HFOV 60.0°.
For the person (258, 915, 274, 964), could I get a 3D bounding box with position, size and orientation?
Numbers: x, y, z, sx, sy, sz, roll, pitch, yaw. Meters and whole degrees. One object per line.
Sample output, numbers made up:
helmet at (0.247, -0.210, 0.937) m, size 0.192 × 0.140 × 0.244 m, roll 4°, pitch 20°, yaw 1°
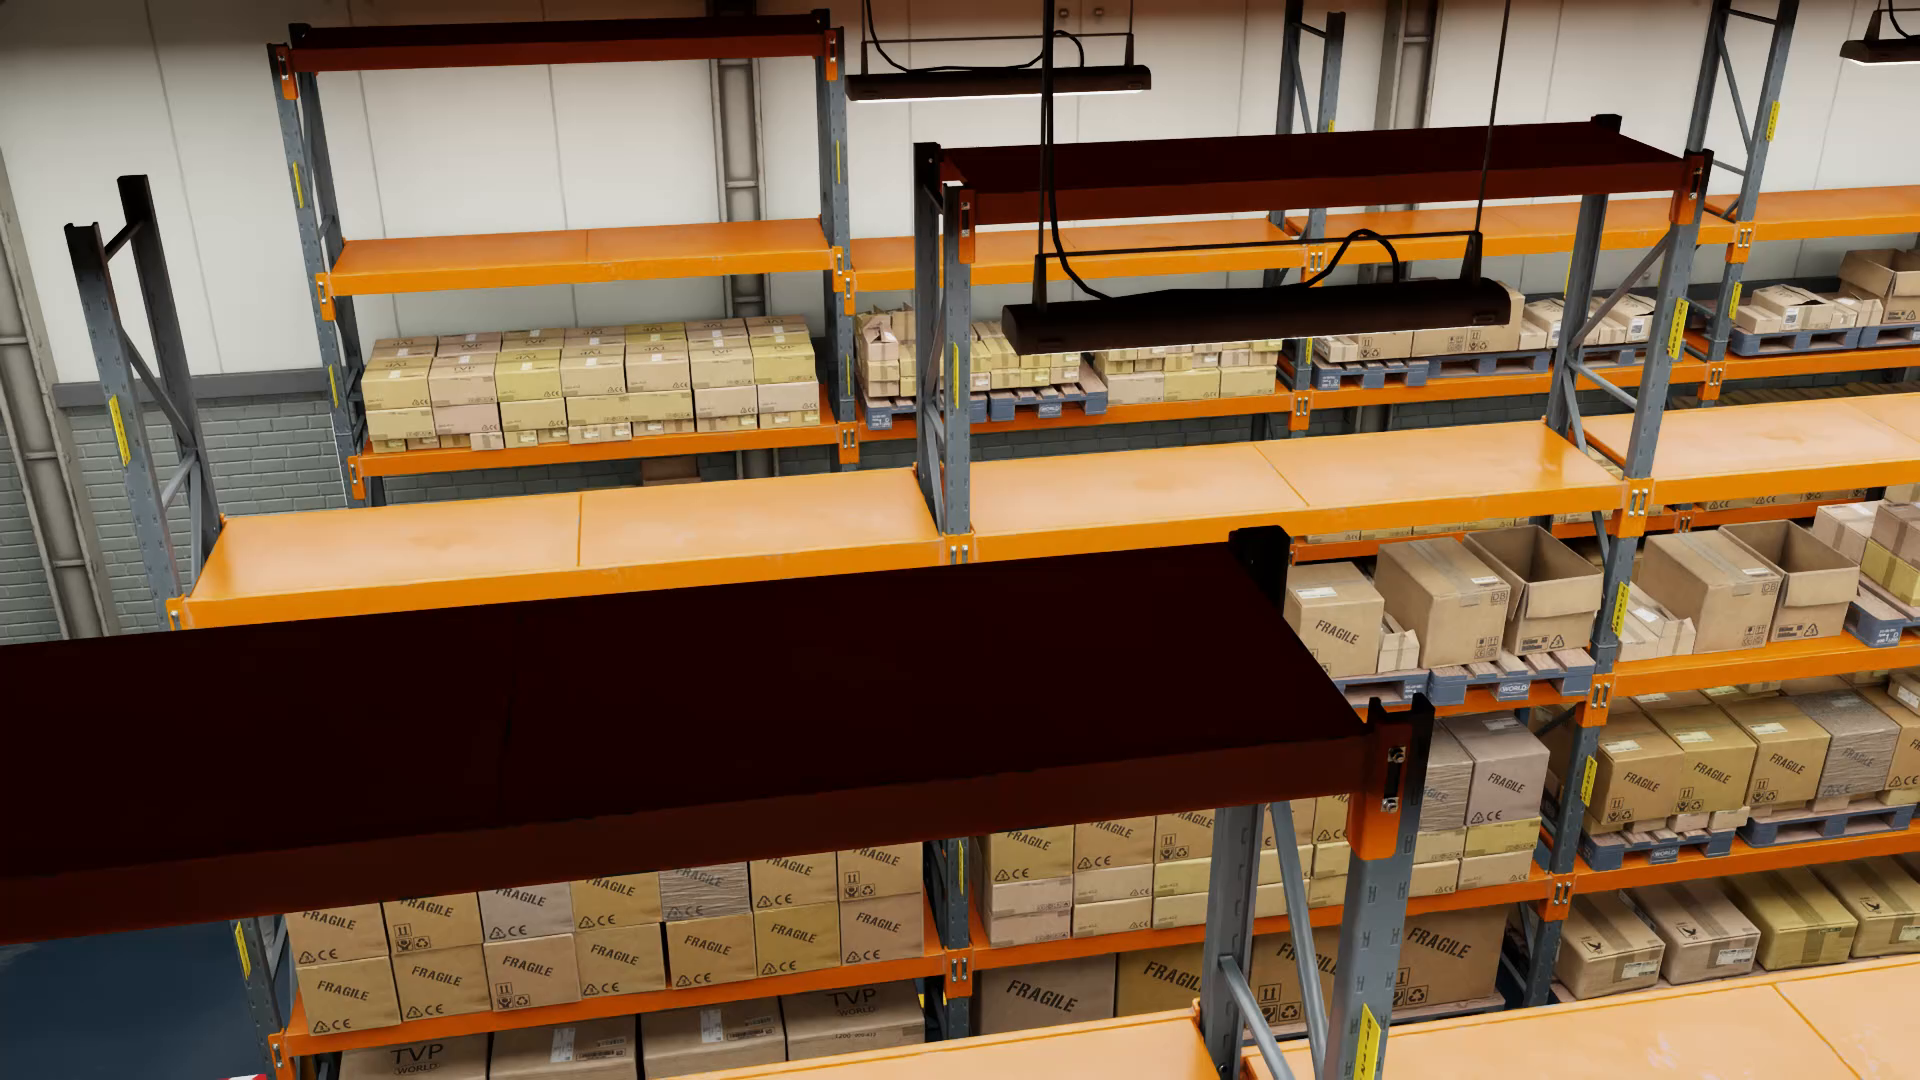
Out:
person at (-5.126, 2.188, 11.862) m, size 0.505 × 1.628 × 0.818 m, roll -6°, pitch 26°, yaw -13°
